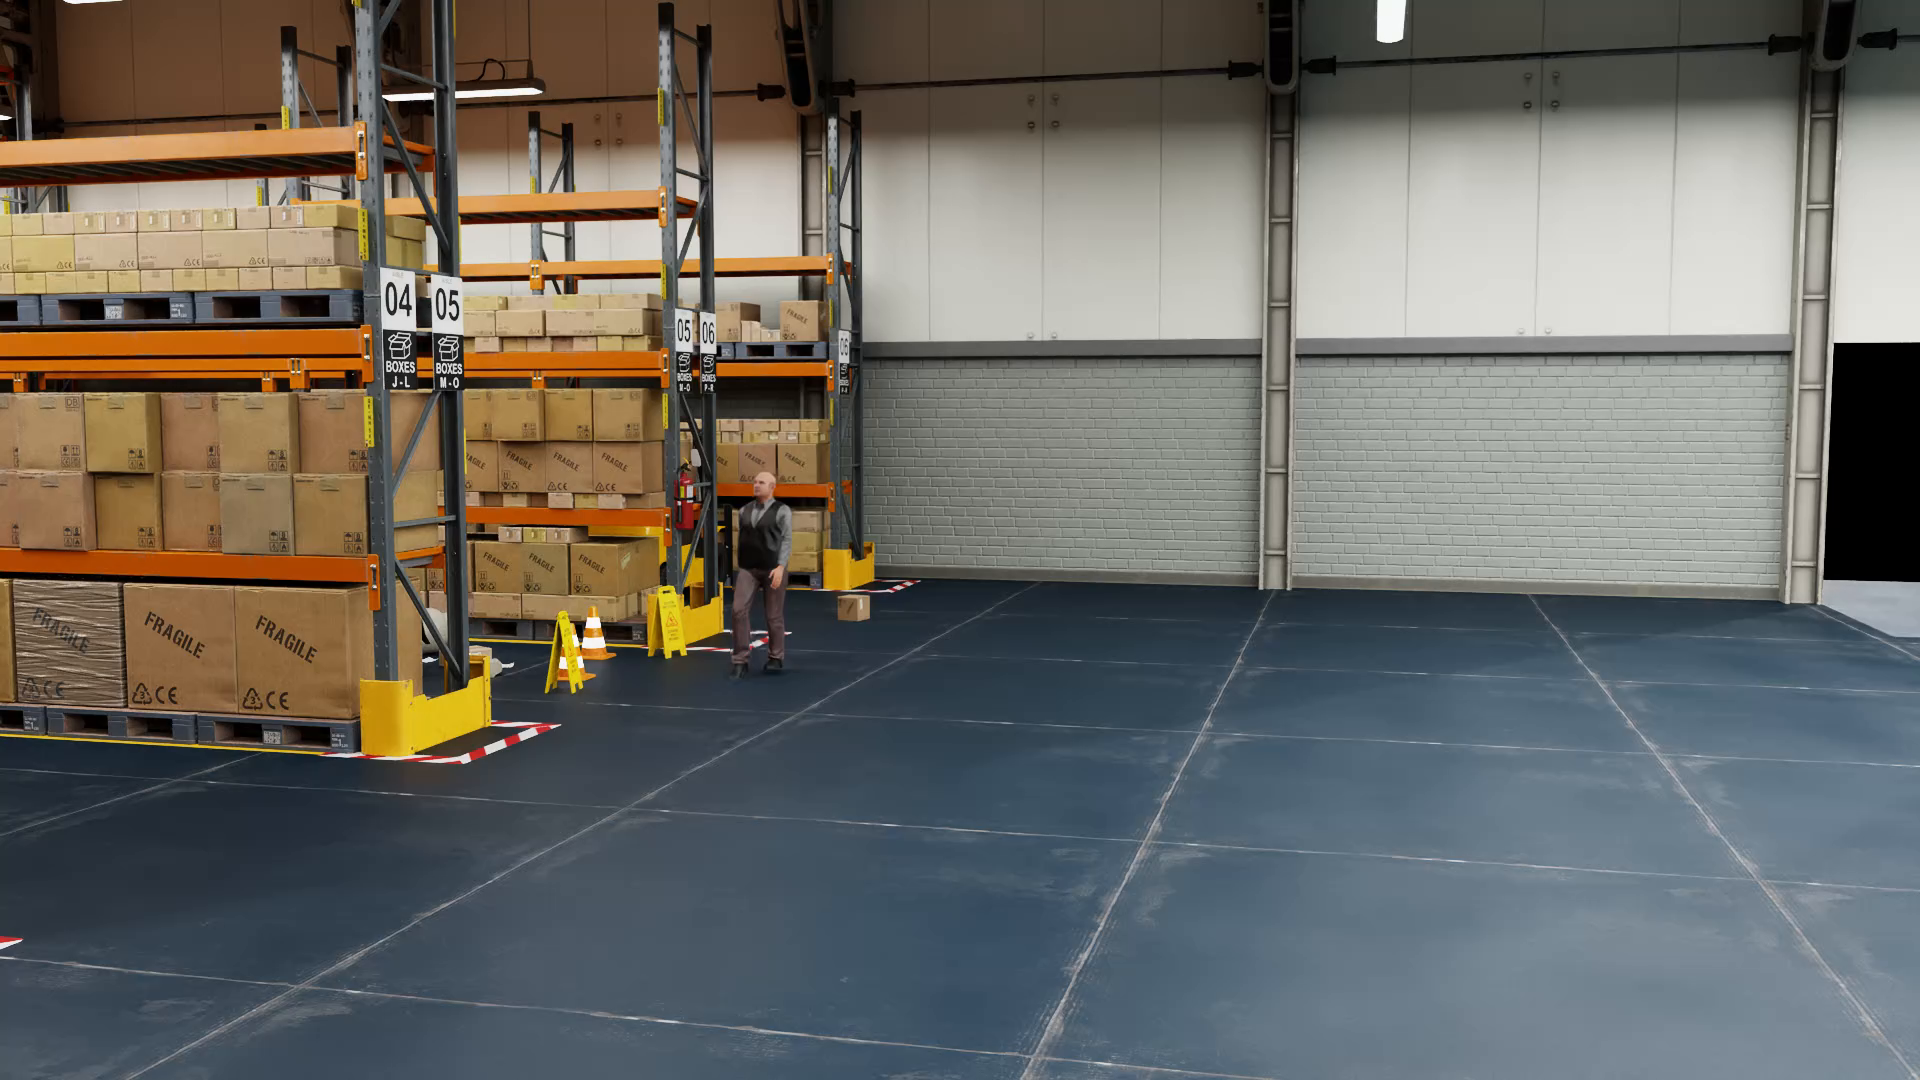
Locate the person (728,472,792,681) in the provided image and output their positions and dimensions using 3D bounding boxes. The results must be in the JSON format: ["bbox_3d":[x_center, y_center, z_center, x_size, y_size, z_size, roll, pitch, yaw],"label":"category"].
[{"bbox_3d":[-1.681,0.276,14.096,0.538,1.700,0.646,2,5,18],"label":"person"}]
